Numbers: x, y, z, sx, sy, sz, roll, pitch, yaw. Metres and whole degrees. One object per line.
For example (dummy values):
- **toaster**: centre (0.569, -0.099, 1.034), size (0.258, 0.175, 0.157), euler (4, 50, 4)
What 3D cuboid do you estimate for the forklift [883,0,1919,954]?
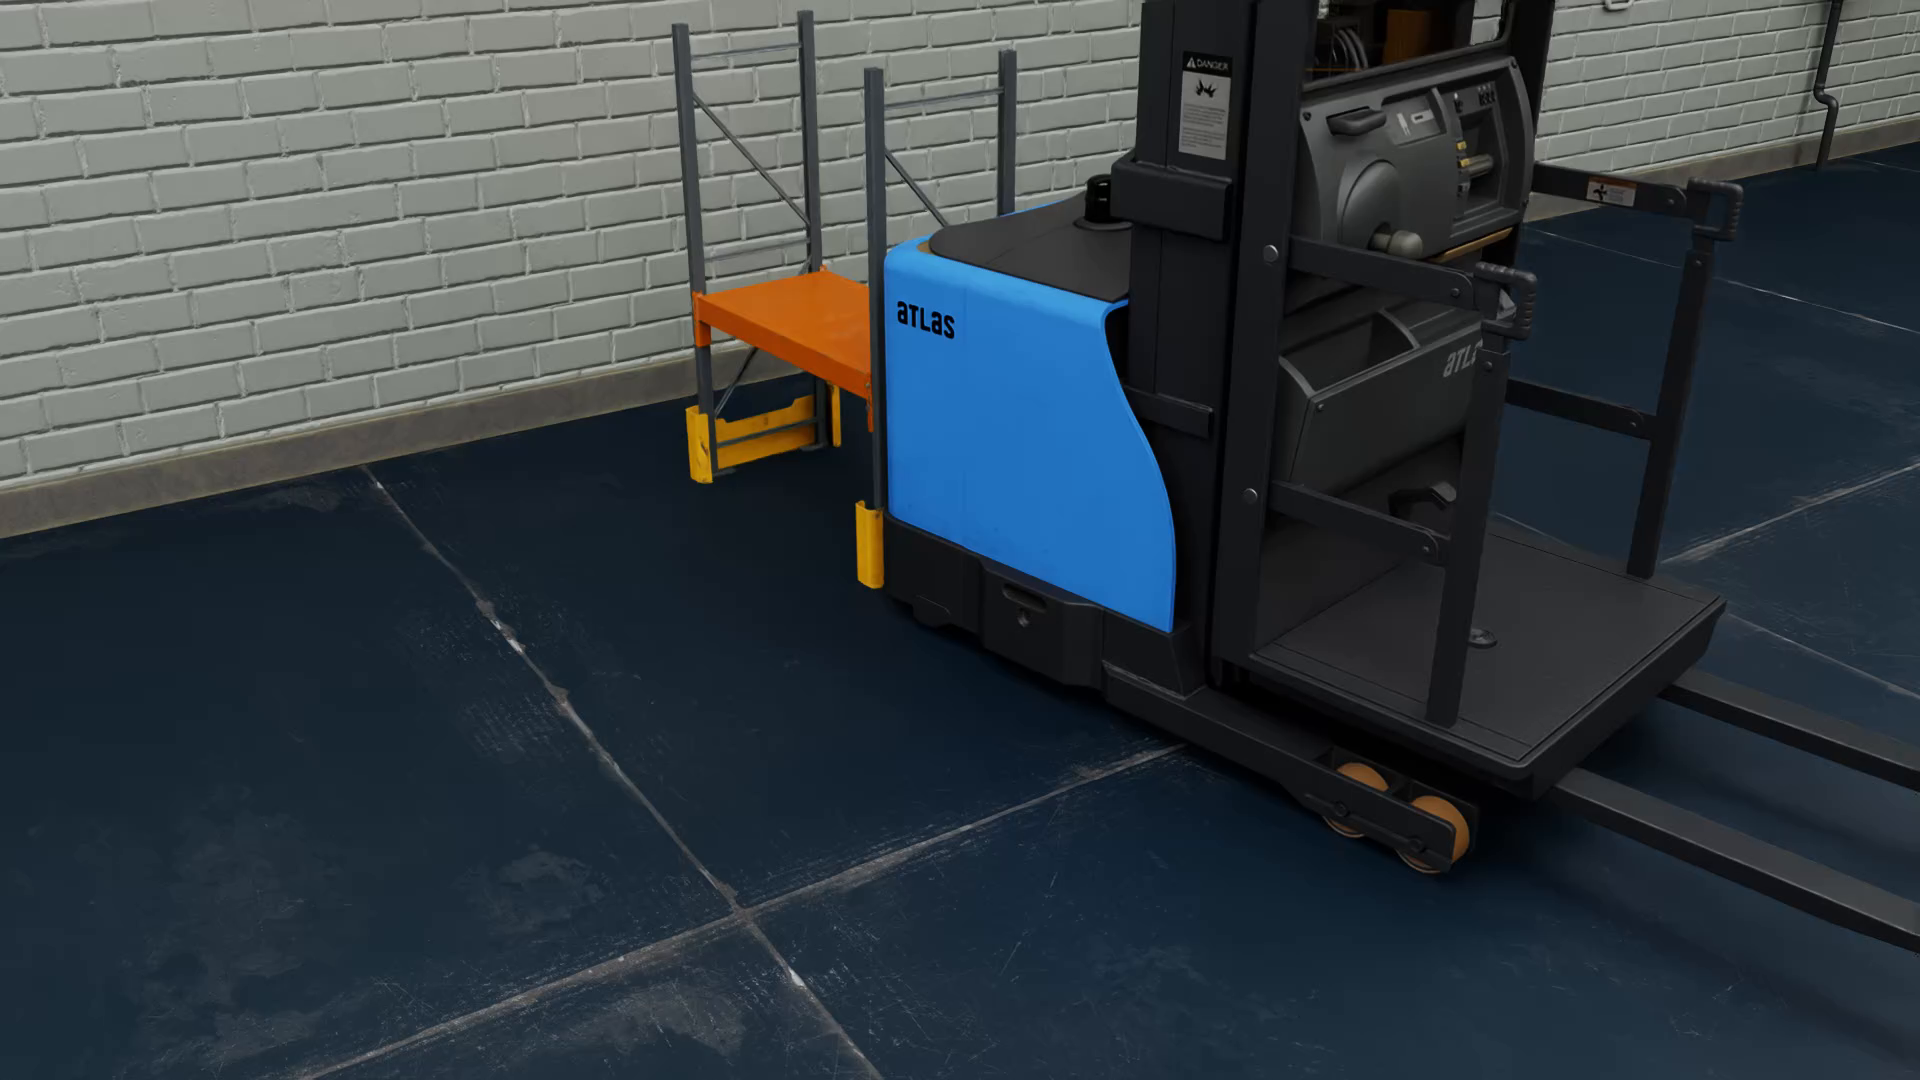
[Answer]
- **forklift**: centre (1.189, -0.839, 3.593), size (3.031, 2.935, 1.130), euler (23, 33, 39)

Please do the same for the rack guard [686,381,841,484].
- **rack guard**: centre (-0.675, -0.393, 5.789), size (0.587, 0.250, 0.087), euler (-19, 31, -34)

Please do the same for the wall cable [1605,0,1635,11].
- **wall cable**: centre (3.311, -3.580, 8.093), size (0.585, 1.953, 0.123), euler (-16, 29, -30)

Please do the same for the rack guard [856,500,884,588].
- **rack guard**: centre (-0.059, -0.058, 5.081), size (0.587, 0.250, 0.087), euler (-19, 31, -34)

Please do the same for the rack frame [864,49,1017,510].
- **rack frame**: centre (-0.047, -0.617, 4.800), size (0.500, 1.500, 0.032), euler (-19, 31, -34)

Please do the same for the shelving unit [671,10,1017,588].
- **shelving unit**: centre (-0.367, -0.791, 5.168), size (0.587, 1.500, 1.083), euler (-19, 31, -34)

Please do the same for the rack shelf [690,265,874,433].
- **rack shelf**: centre (-0.361, -0.625, 5.238), size (0.538, 0.185, 1.000), euler (-19, 31, -34)

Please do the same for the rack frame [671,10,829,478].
- **rack frame**: centre (-0.676, -0.958, 5.523), size (0.500, 1.500, 0.032), euler (-19, 31, -34)

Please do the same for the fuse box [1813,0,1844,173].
- **fuse box**: centre (5.151, -2.961, 9.518), size (0.539, 1.711, 0.414), euler (-16, 29, -30)
